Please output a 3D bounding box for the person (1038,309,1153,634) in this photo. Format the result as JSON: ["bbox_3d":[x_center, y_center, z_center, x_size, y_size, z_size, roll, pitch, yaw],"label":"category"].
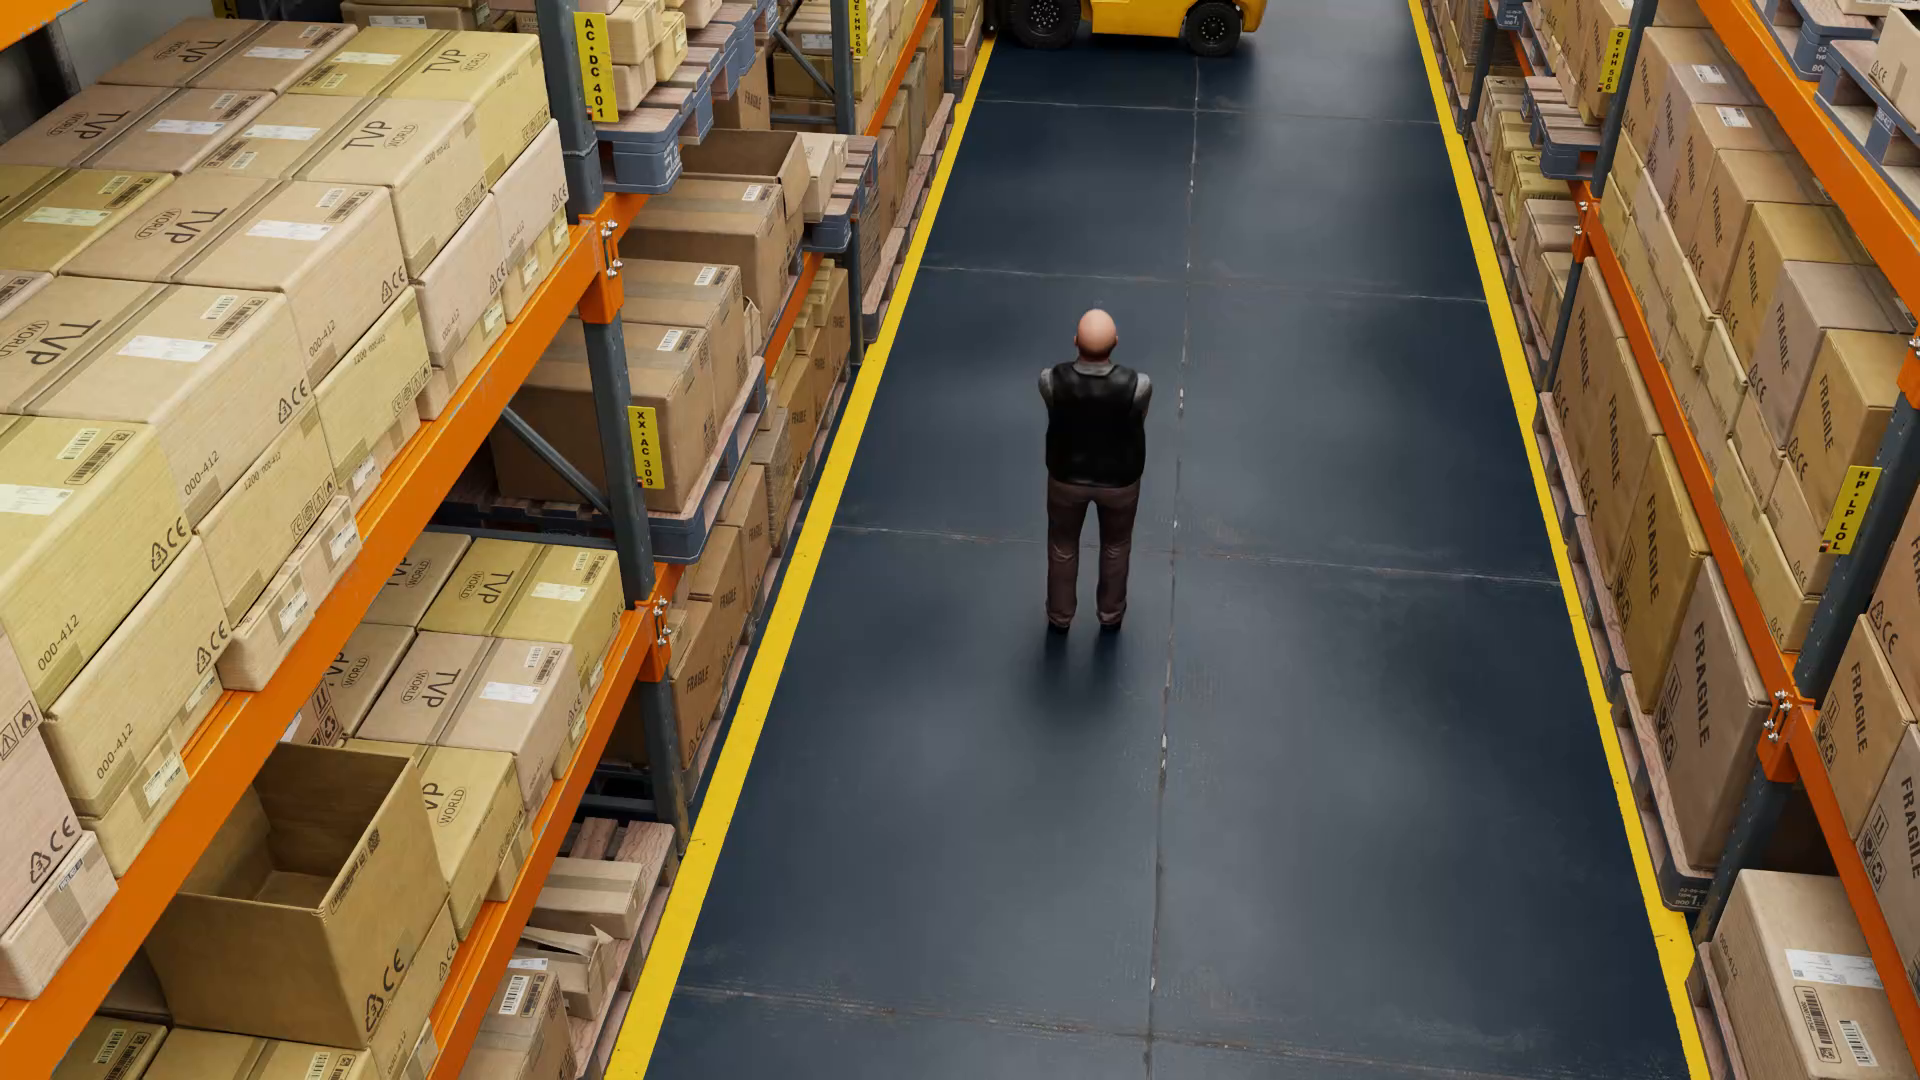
[{"bbox_3d":[0.598,-0.340,7.540,0.494,1.711,0.551,5,36,6],"label":"person"}]
